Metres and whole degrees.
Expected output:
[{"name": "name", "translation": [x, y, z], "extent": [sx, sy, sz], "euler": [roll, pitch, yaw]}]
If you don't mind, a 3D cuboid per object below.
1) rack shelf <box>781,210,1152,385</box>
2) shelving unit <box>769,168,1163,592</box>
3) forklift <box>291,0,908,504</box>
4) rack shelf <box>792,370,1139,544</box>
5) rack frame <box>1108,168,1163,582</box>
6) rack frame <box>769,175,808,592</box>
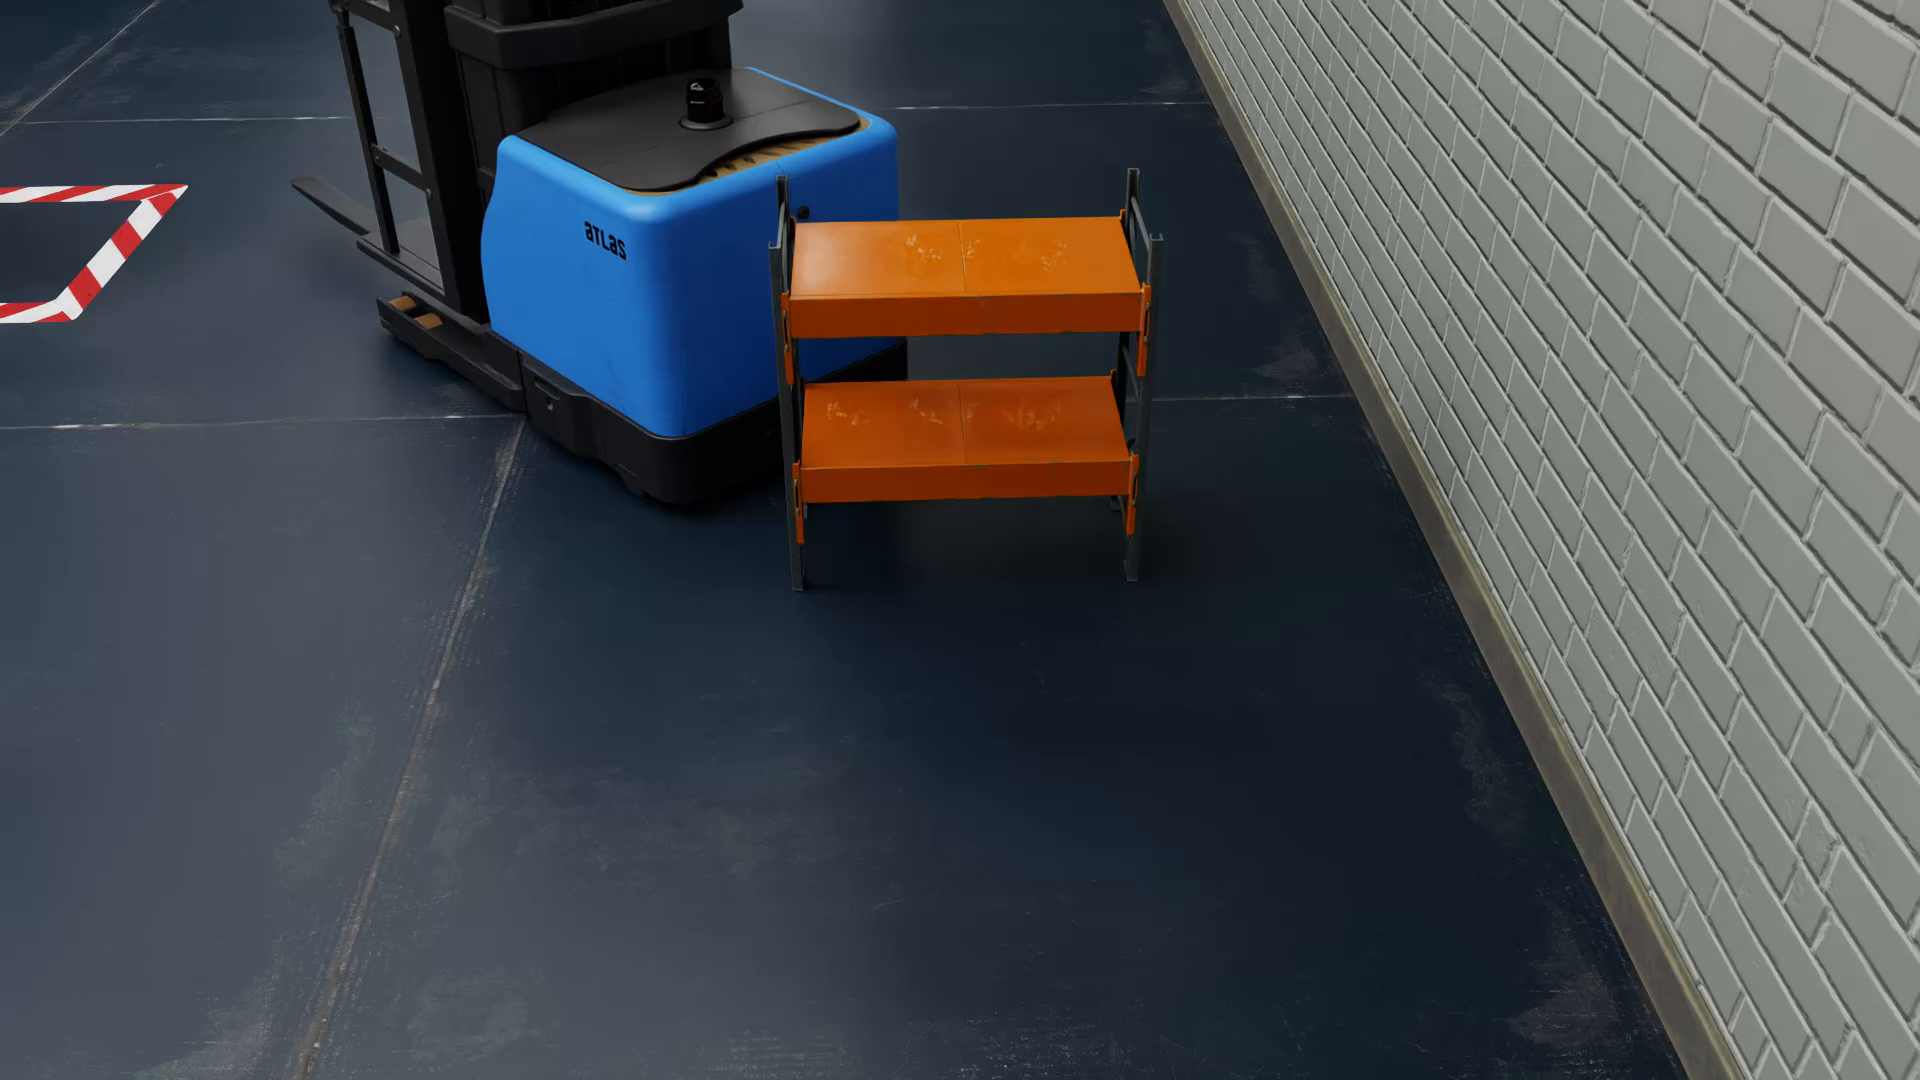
[{"name": "rack shelf", "translation": [0.007, -0.703, 4.764], "extent": [1.000, 0.278, 0.538], "euler": [-2, 35, -2]}, {"name": "shelving unit", "translation": [0.007, -0.463, 4.930], "extent": [1.048, 1.125, 0.538], "euler": [-2, 35, -2]}, {"name": "forklift", "translation": [-1.563, -2.064, 5.657], "extent": [1.130, 2.935, 3.031], "euler": [-28, 44, -35]}, {"name": "rack shelf", "translation": [0.007, -0.262, 5.069], "extent": [1.000, 0.278, 0.538], "euler": [-2, 35, -2]}, {"name": "rack frame", "translation": [0.515, -0.476, 4.950], "extent": [0.032, 1.125, 0.500], "euler": [-2, 35, -2]}, {"name": "rack frame", "translation": [-0.501, -0.449, 4.910], "extent": [0.032, 1.125, 0.500], "euler": [-2, 35, -2]}]
